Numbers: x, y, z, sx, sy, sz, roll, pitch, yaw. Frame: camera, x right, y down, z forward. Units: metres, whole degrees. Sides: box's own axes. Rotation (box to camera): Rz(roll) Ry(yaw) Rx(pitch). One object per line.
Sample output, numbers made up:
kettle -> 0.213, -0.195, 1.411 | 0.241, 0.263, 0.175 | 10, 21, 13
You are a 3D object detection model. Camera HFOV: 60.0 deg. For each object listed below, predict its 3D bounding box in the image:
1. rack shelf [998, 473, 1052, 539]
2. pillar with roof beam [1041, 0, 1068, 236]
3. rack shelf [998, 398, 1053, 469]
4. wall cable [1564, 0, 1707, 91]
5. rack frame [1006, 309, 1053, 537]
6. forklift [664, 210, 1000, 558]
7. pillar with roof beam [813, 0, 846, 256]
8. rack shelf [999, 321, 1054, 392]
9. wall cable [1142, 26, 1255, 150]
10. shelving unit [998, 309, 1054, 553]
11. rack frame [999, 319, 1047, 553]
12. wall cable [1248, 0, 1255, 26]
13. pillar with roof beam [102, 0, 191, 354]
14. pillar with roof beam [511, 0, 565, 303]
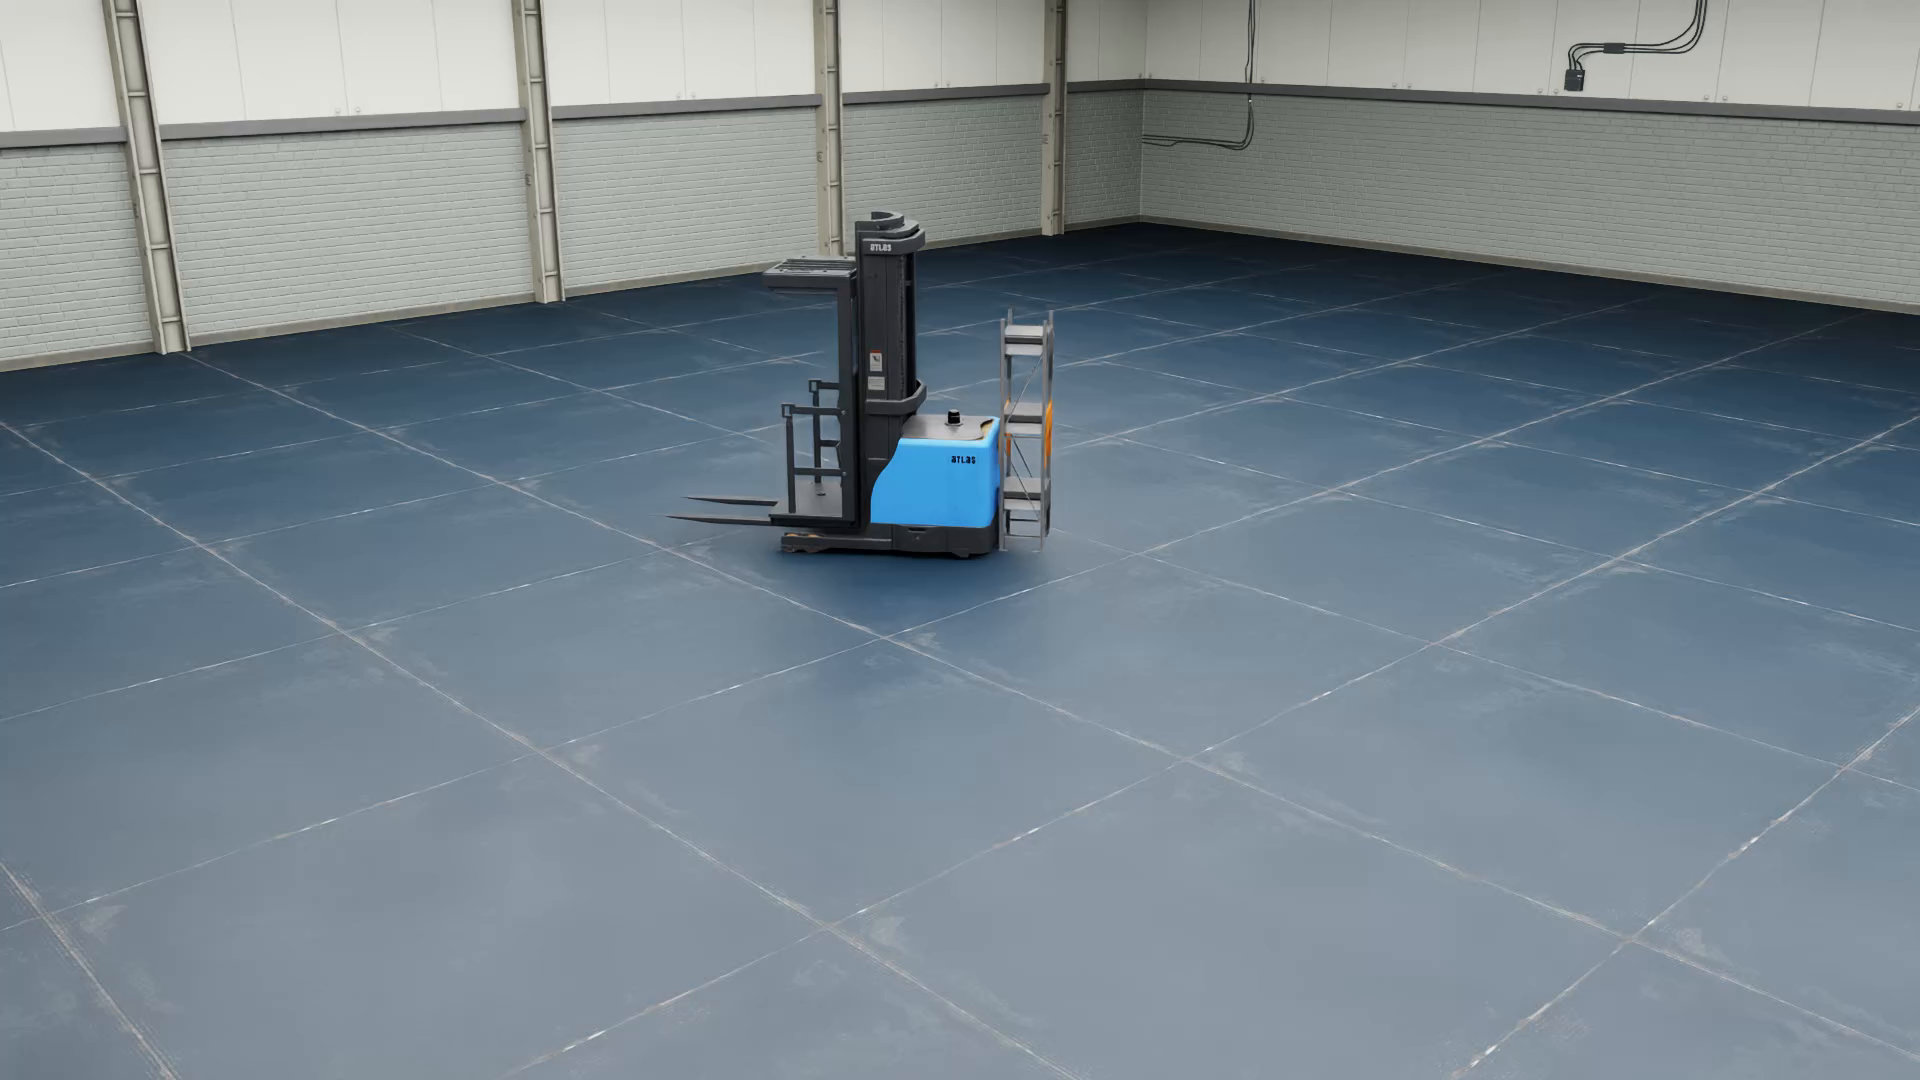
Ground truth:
rack shelf -> 0.588, -0.286, 15.043 | 0.431, 0.518, 0.480 | 3, 18, 8
pillar with roof beam -> 4.919, -9.802, 30.890 | 0.400, 9.000, 9.100 | -16, 24, -41
rack shelf -> 0.588, -0.952, 14.827 | 0.431, 0.518, 0.480 | 3, 18, 8
wall cable -> 11.522, -10.581, 27.781 | 0.169, 6.003, 2.305 | -16, 24, -41
rack frame -> 0.625, -1.040, 15.052 | 0.400, 2.100, 0.015 | 3, 18, 8
forklift -> -1.158, -1.432, 14.914 | 3.031, 2.935, 1.130 | 3, 18, 8
pillar with roof beam -> 0.560, -8.530, 26.969 | 0.400, 9.000, 9.100 | -16, 24, -41
rack shelf -> 0.588, -1.618, 14.611 | 0.431, 0.518, 0.480 | 3, 18, 8
wall cable -> 5.011, -9.617, 35.356 | 0.112, 2.526, 3.097 | -16, 24, -41
shelving unit -> 0.588, -0.965, 14.823 | 0.431, 2.100, 0.503 | 3, 18, 8
rack frame -> 0.550, -0.891, 14.593 | 0.400, 2.100, 0.015 | 3, 18, 8
wall cable -> 6.869, -11.413, 32.707 | 0.112, 2.526, 3.097 | -16, 24, -41
pillar with roof beam -> -8.160, -5.987, 19.126 | 0.400, 9.000, 9.100 | -16, 24, -41
pillar with roof beam -> -3.800, -7.259, 23.048 | 0.400, 9.000, 9.100 | -16, 24, -41
